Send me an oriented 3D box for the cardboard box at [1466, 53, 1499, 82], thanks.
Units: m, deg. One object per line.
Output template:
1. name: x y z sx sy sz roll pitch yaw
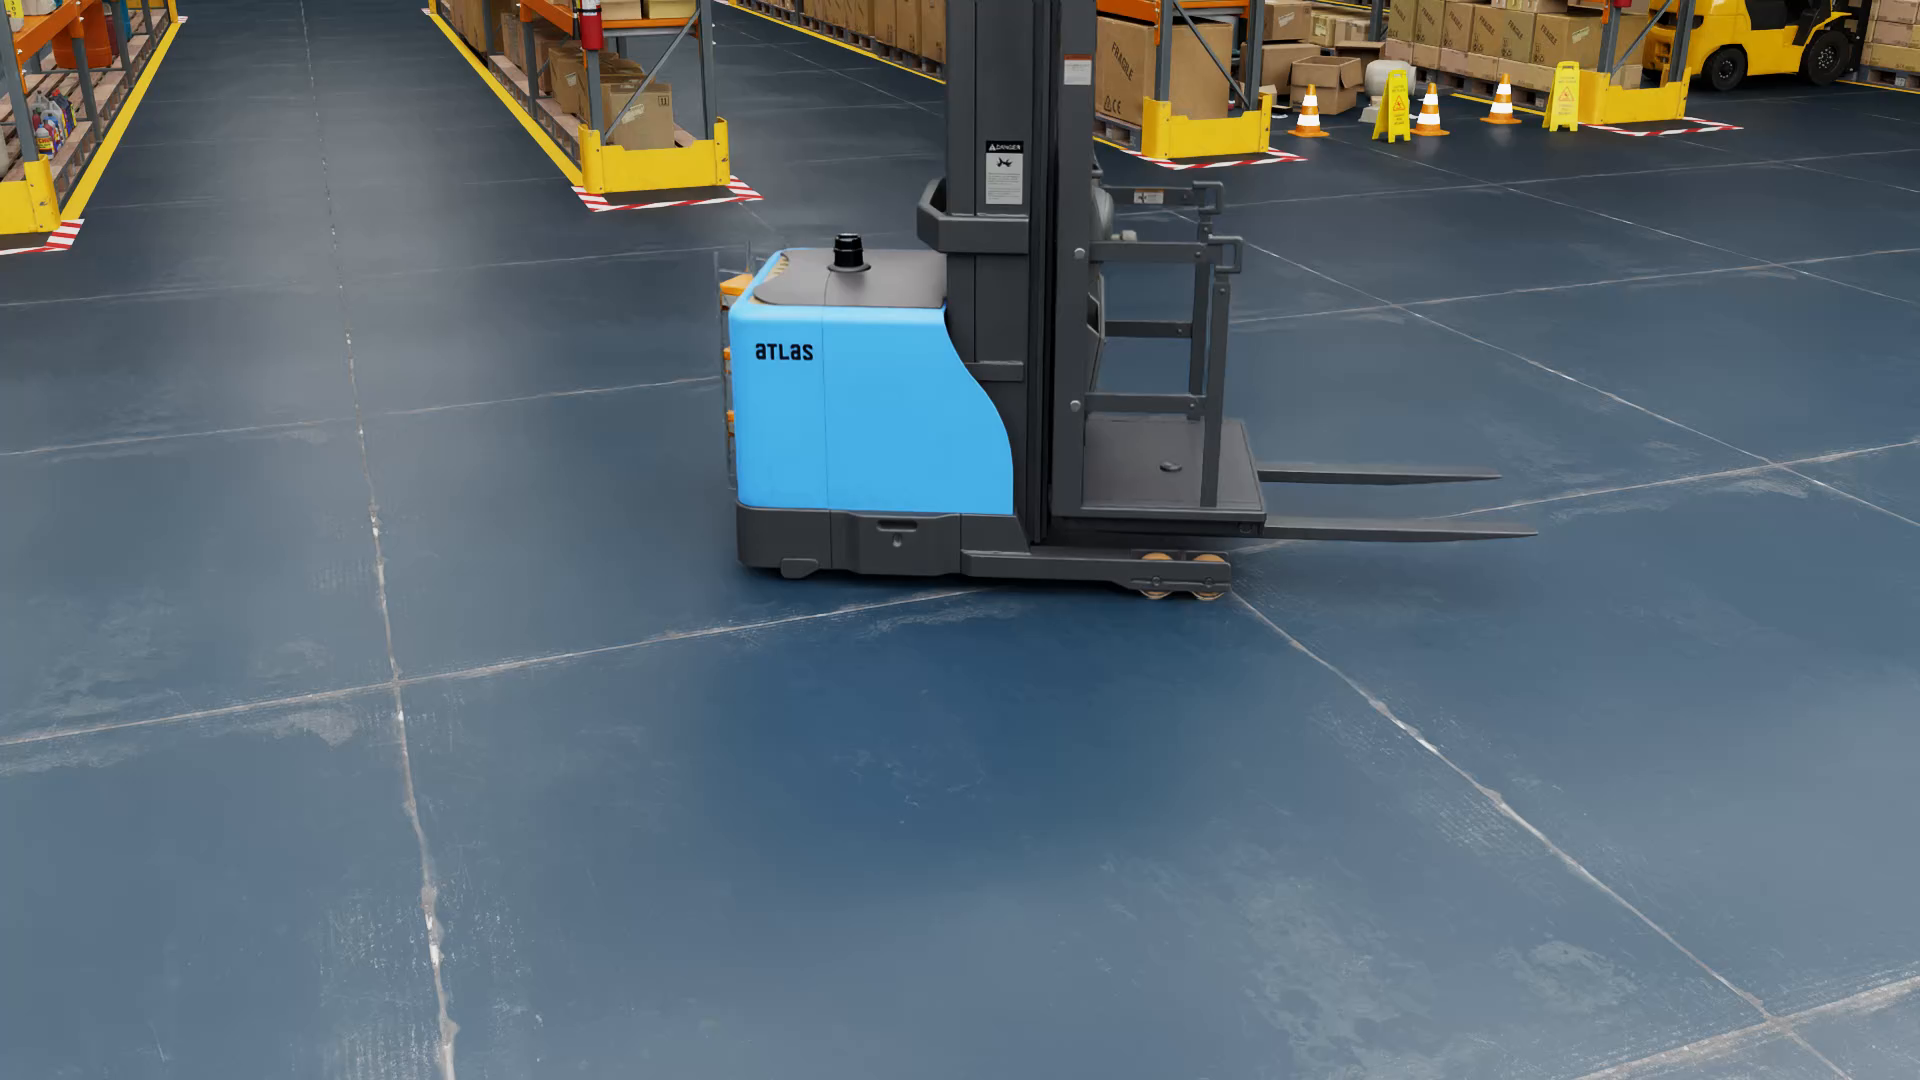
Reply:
1. cardboard box: 5.909 -5.188 18.197 0.500 0.250 0.500 -9 25 -21

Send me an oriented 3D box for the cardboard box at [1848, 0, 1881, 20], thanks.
1. cardboard box: 10.626 -6.187 19.280 0.500 0.250 0.500 -8 24 -18

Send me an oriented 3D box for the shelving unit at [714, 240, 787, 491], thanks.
1. shelving unit: -0.873 -0.732 7.136 0.215 1.050 0.252 11 25 24

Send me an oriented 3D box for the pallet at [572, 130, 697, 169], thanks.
1. pallet: -2.740 -3.309 14.330 1.003 0.211 1.213 -8 24 -19

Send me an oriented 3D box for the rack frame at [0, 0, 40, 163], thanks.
1. rack frame: -7.093 -3.587 11.399 1.000 3.000 0.127 -8 24 -19

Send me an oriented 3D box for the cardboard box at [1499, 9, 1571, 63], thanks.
1. cardboard box: 6.097 -5.343 17.598 0.500 0.500 0.500 -7 24 -17

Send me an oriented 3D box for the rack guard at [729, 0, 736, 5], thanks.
1. rack guard: -3.409 -9.545 28.752 1.175 0.500 0.348 -8 24 -19

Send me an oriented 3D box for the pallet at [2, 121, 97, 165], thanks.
1. pallet: -8.308 -3.506 14.796 1.003 0.211 1.213 -8 24 -19

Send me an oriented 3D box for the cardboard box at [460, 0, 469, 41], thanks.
1. cardboard box: -5.817 -6.966 21.611 1.225 0.875 0.875 -8 24 -19

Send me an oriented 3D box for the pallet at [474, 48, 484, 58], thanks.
1. pallet: -5.920 -6.628 22.204 1.003 0.211 1.213 -8 24 -19

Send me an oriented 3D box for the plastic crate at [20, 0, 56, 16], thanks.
1. plastic crate: -7.695 -4.364 13.581 0.530 0.136 0.437 -8 24 -19

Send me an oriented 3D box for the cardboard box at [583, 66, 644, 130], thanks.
1. cardboard box: -3.111 -3.980 15.009 0.500 0.500 0.500 -6 24 -14

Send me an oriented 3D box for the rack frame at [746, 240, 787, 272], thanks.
1. rack frame: -0.820 -0.775 7.237 0.200 1.050 0.008 11 25 24

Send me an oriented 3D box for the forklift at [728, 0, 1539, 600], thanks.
1. forklift: 0.686 -1.342 6.160 3.031 2.935 1.130 2 23 4

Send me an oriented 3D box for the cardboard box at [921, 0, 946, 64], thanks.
1. cardboard box: 0.163 -6.085 19.681 1.050 0.750 0.750 -8 24 -19

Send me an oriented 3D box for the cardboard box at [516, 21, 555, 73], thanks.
1. cardboard box: -4.615 -5.579 18.776 0.700 0.500 0.500 -6 24 -15

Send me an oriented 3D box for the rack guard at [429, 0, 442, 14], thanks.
1. rack guard: -8.120 -8.937 27.311 1.175 0.500 0.348 -8 24 -19

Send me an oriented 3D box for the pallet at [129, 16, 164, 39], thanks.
1. pallet: -12.063 -7.368 23.960 1.003 0.211 1.213 -8 24 -19

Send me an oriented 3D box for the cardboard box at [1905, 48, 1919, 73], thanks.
1. cardboard box: 10.993 -5.363 18.611 0.500 0.250 0.500 -8 24 -19

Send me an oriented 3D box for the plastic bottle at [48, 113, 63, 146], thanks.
1. plastic bottle: -7.670 -3.469 14.064 0.097 0.271 0.097 0 23 0

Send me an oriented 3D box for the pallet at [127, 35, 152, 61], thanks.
1. pallet: -11.098 -6.376 21.607 1.003 0.211 1.213 -8 24 -19

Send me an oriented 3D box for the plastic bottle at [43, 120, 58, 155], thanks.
1. plastic bottle: -7.505 -3.324 13.706 0.061 0.283 0.133 -8 24 -18

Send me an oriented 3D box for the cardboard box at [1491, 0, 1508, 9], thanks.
1. cardboard box: 5.915 -5.765 17.764 0.380 0.149 0.250 -7 24 -17

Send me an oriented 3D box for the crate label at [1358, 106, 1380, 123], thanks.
1. crate label: 4.199 -4.288 16.747 0.298 0.136 0.250 18 29 36

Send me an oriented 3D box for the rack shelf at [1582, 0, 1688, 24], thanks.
1. rack shelf: 6.105 -6.022 18.101 1.077 0.370 4.000 -8 24 -19

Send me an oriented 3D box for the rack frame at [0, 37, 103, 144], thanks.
1. rack frame: -8.506 -5.041 14.847 1.000 3.000 0.127 -8 24 -19

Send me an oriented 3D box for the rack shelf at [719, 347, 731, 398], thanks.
1. rack shelf: -0.873 -0.723 7.140 0.215 0.259 0.240 11 25 24

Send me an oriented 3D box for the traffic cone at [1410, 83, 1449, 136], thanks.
1. traffic cone: 4.535 -4.161 16.026 0.336 0.463 0.334 -8 24 -19

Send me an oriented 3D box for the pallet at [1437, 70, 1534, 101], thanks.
1. pallet: 6.104 -5.112 18.606 1.003 0.211 1.213 -8 24 -19

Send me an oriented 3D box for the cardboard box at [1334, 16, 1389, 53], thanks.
1. cardboard box: 5.211 -6.253 20.566 0.950 0.372 0.625 -8 24 -18

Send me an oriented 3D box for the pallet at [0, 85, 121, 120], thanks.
1. pallet: -9.254 -4.480 17.106 1.003 0.211 1.213 -8 24 -19

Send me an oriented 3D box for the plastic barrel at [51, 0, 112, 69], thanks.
1. plastic barrel: -10.108 -5.863 19.052 0.600 0.830 0.708 -8 24 -19

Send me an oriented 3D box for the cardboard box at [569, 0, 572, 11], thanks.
1. cardboard box: -3.051 -4.494 13.873 0.380 0.149 0.250 -8 24 -19

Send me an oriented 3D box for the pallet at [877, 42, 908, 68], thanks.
1. pallet: -0.401 -6.236 21.273 1.003 0.211 1.213 -8 24 -19

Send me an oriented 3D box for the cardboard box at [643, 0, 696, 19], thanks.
1. cardboard box: -2.337 -4.287 13.383 0.380 0.149 0.250 -8 24 -19

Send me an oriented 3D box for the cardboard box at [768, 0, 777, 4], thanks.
1. cardboard box: -2.845 -8.622 26.475 0.380 0.149 0.250 -8 24 -19

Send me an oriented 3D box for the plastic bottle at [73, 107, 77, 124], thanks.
1. plastic bottle: -8.086 -3.865 15.094 0.097 0.201 0.097 0 23 0

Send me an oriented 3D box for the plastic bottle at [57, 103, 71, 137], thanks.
1. plastic bottle: -7.844 -3.674 14.535 0.061 0.283 0.133 -7 24 -15

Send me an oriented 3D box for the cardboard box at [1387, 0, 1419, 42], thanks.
1. cardboard box: 5.355 -6.100 19.396 0.500 0.500 0.500 -7 24 -16

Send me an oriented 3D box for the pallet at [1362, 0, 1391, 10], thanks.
1. pallet: 7.538 -9.094 28.054 1.003 0.211 1.213 -8 24 -19

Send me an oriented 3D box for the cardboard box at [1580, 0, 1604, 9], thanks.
1. cardboard box: 9.312 -7.605 23.449 0.875 0.625 0.625 -9 25 -21

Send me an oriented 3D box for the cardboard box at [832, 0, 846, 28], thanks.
1. cardboard box: -1.468 -7.441 23.221 0.500 0.500 0.500 -9 25 -21

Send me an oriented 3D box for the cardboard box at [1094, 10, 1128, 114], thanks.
1. cardboard box: 1.603 -4.682 16.191 0.875 0.875 0.875 -9 24 -20

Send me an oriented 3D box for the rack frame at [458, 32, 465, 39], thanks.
1. rack frame: -6.698 -8.627 23.356 1.000 3.000 0.127 -8 24 -19

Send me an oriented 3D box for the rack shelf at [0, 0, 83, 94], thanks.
1. rack shelf: -7.799 -3.982 13.263 1.077 0.370 4.000 -8 24 -19

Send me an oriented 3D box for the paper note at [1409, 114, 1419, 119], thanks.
1. paper note: 4.616 -4.329 16.981 0.148 0.019 0.142 -18 29 -37

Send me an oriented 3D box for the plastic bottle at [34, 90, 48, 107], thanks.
1. plastic bottle: -8.144 -3.808 14.768 0.144 0.351 0.185 -8 24 -19

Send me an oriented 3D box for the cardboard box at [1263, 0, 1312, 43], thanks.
1. cardboard box: 3.744 -6.022 19.419 0.500 0.500 0.500 -8 24 -19

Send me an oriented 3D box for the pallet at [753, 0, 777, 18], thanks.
1. pallet: -2.728 -8.669 27.046 1.003 0.211 1.213 -8 24 -19

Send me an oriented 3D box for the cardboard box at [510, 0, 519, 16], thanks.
1. cardboard box: -5.021 -6.331 19.594 0.500 0.250 0.500 -7 24 -17

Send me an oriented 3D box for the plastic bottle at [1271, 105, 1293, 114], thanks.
1. plastic bottle: 3.310 -4.478 17.297 0.133 0.061 0.283 -18 29 -37

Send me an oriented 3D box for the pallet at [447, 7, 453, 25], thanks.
1. pallet: -7.329 -8.073 25.632 1.003 0.211 1.213 -8 24 -19

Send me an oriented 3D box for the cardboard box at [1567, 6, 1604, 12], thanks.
1. cardboard box: 6.588 -5.427 17.799 0.500 0.500 0.500 -9 25 -21

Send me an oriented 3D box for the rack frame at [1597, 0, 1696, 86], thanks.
1. rack frame: 6.812 -5.626 16.237 1.000 3.000 0.127 -8 24 -19
